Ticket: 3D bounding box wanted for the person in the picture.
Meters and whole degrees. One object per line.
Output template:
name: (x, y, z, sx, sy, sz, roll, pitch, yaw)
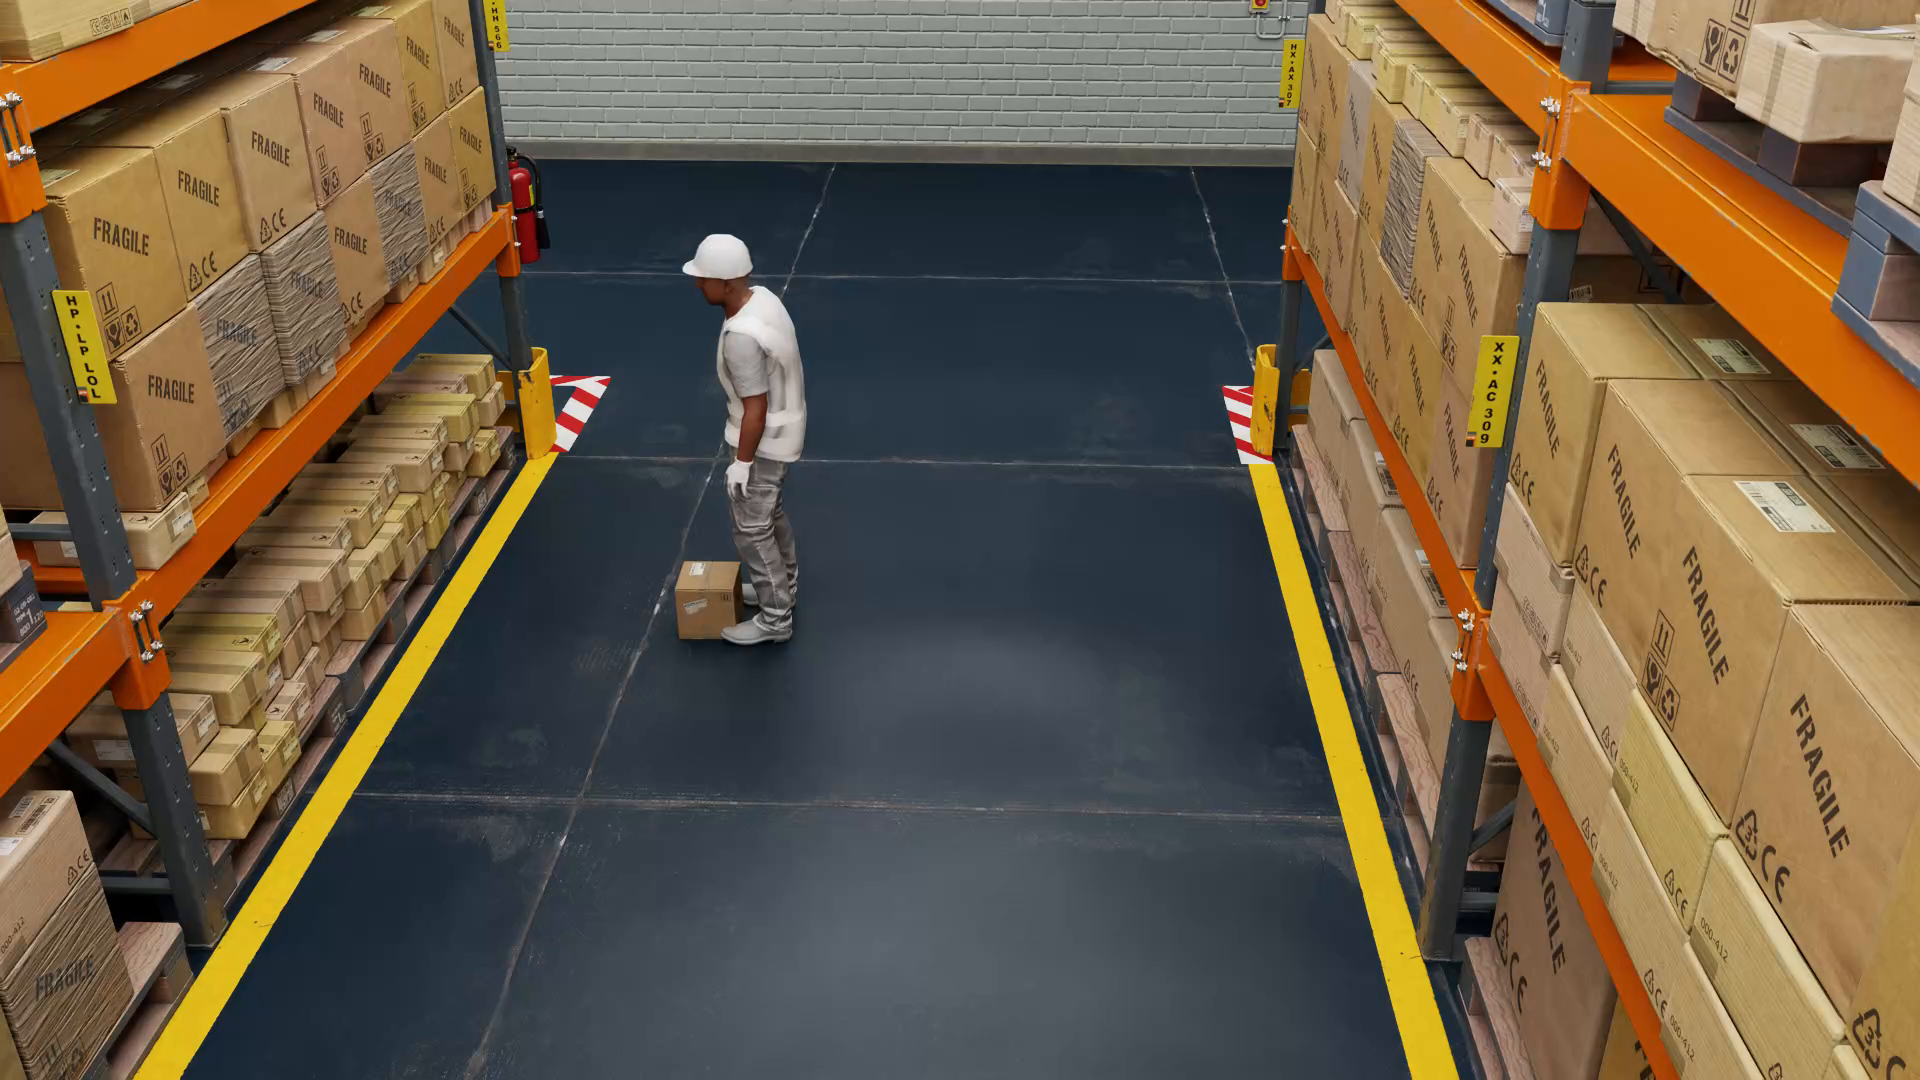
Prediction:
person: (-0.861, -0.411, 6.892, 0.453, 1.774, 0.629, 0, 28, 1)
